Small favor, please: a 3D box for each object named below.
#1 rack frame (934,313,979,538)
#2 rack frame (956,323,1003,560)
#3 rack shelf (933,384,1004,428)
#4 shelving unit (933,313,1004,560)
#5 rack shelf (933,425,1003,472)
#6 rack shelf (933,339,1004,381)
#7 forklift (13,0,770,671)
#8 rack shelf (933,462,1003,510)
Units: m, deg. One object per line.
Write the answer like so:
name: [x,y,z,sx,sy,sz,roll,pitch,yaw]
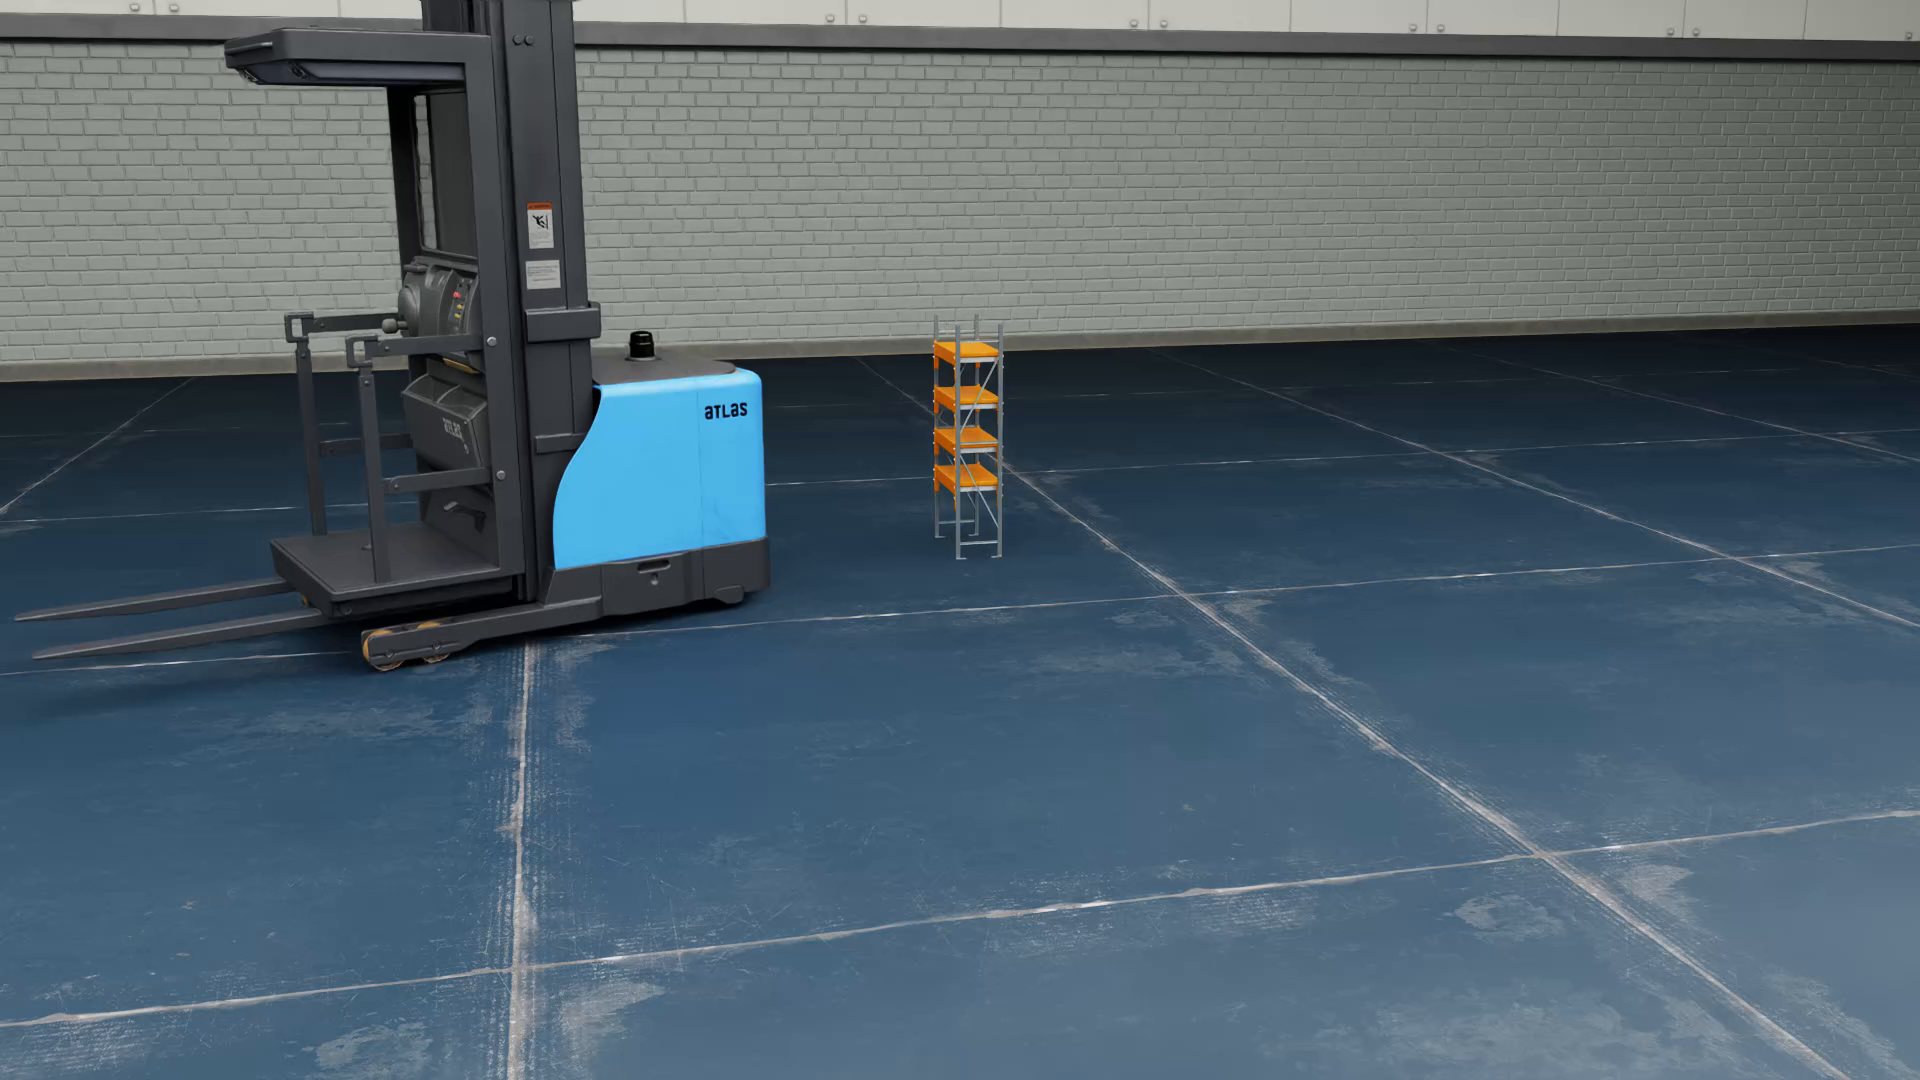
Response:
rack frame: [-0.018,-0.601,8.859,0.240,1.200,0.015,-3,14,-13]
rack frame: [0.096,-0.488,8.398,0.240,1.200,0.015,-3,14,-13]
rack shelf: [0.039,-0.697,8.591,0.258,0.148,0.480,-3,14,-13]
shelving unit: [0.039,-0.545,8.628,0.258,1.200,0.503,-3,14,-13]
rack shelf: [0.039,-0.479,8.644,0.258,0.148,0.480,-3,14,-13]
rack shelf: [0.039,-0.926,8.535,0.258,0.148,0.480,-3,14,-13]
forklift: [-2.389,-1.035,6.988,3.031,2.935,1.130,-9,17,-33]
rack shelf: [0.039,-0.286,8.691,0.258,0.148,0.480,-3,14,-13]
